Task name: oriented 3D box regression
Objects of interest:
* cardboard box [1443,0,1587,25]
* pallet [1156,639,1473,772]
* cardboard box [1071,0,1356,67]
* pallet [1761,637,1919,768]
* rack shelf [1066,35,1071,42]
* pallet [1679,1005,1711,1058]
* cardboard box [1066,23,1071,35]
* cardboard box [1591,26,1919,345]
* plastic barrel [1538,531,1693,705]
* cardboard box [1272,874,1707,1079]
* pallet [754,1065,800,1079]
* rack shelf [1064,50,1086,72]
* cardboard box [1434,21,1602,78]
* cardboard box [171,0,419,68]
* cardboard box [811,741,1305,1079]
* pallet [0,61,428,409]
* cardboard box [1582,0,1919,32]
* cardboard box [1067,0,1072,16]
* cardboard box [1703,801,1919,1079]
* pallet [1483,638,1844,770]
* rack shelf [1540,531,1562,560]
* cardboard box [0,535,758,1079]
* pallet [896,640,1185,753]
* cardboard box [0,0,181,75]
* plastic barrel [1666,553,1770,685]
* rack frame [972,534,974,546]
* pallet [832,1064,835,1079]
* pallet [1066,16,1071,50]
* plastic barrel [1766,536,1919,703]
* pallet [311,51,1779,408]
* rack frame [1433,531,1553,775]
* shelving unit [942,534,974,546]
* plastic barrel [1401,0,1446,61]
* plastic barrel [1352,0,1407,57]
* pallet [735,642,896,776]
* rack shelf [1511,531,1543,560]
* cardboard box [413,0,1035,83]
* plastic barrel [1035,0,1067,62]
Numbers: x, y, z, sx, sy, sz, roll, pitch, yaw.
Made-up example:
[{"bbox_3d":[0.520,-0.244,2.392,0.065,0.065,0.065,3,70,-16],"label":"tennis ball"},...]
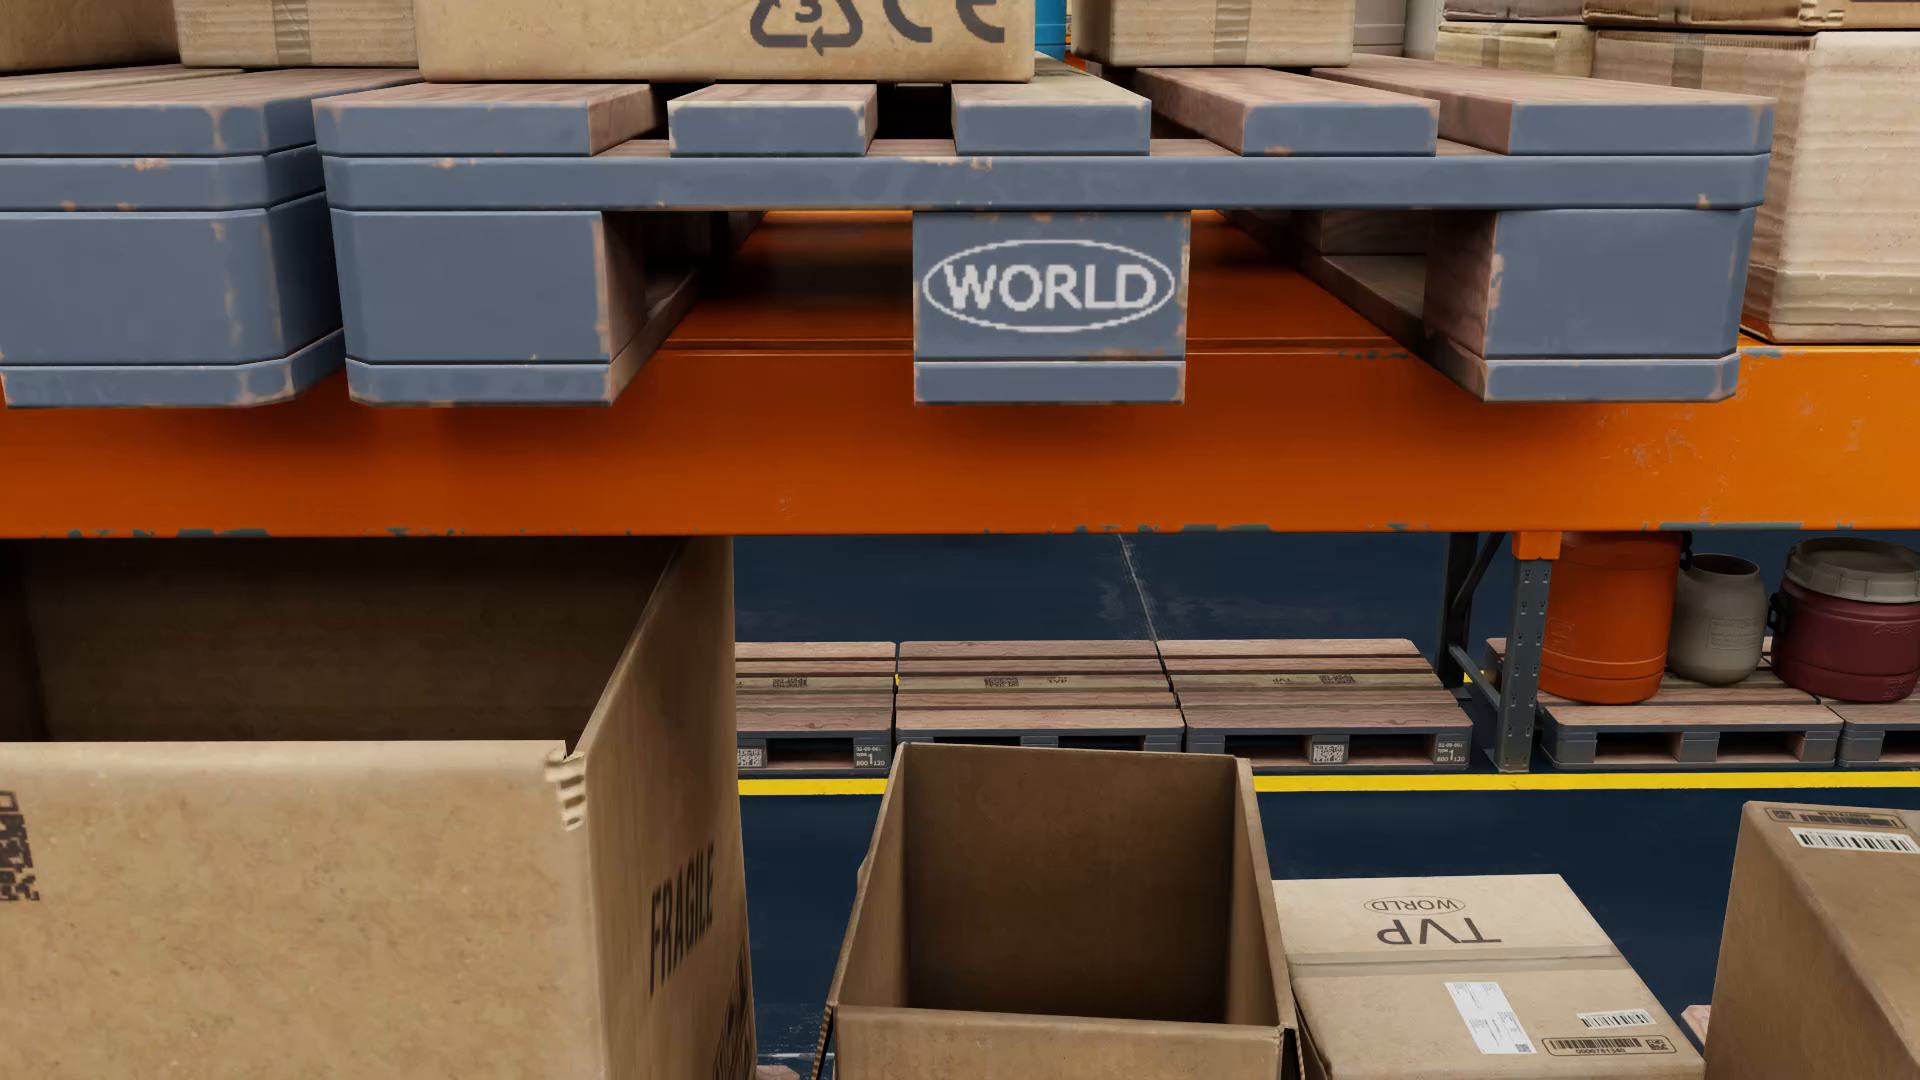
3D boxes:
[{"bbox_3d":[0.912,-0.868,1.949,0.500,0.500,0.500,-1,18,-2],"label":"cardboard box"},{"bbox_3d":[1.542,0.724,7.447,1.213,0.211,1.003,0,18,-1],"label":"pallet"},{"bbox_3d":[0.270,-0.621,1.856,0.250,0.166,0.380,-1,18,-2],"label":"cardboard box"},{"bbox_3d":[4.322,0.710,7.488,1.213,0.211,1.003,0,18,-1],"label":"pallet"},{"bbox_3d":[0.162,-4.698,16.049,4.000,0.370,1.077,0,18,-1],"label":"rack shelf"},{"bbox_3d":[1.685,1.044,2.197,1.003,0.211,1.213,0,18,-1],"label":"pallet"},{"bbox_3d":[0.864,-5.131,16.019,0.637,0.503,0.797,2,18,7],"label":"cardboard box"},{"bbox_3d":[0.926,-0.355,1.578,0.500,0.250,0.500,0,18,1],"label":"cardboard box"},{"bbox_3d":[2.807,0.230,7.286,0.708,0.830,0.600,0,18,-1],"label":"plastic barrel"},{"bbox_3d":[0.716,0.726,2.432,0.500,0.250,0.500,-1,18,-2],"label":"cardboard box"},{"bbox_3d":[-0.837,1.068,2.122,1.213,0.211,1.003,0,18,-1],"label":"pallet"},{"bbox_3d":[0.243,-3.185,11.333,4.000,0.370,1.077,0,18,-1],"label":"rack shelf"},{"bbox_3d":[0.895,-0.508,2.055,0.500,0.250,0.500,0,18,0],"label":"cardboard box"},{"bbox_3d":[-0.665,-0.664,1.827,0.258,0.266,0.396,0,18,1],"label":"cardboard box"},{"bbox_3d":[0.128,0.650,2.254,0.637,0.503,0.797,2,18,5],"label":"cardboard box"},{"bbox_3d":[-0.985,-0.373,1.698,1.003,0.211,1.213,0,18,-1],"label":"pallet"},{"bbox_3d":[0.915,-0.715,1.474,0.500,0.500,0.500,0,18,0],"label":"cardboard box"},{"bbox_3d":[0.694,-3.639,11.129,0.500,0.250,0.500,-1,18,-2],"label":"cardboard box"},{"bbox_3d":[1.300,0.717,2.050,0.500,0.500,0.700,2,18,7],"label":"cardboard box"},{"bbox_3d":[3.105,0.715,7.473,1.213,0.211,1.003,0,18,-1],"label":"pallet"},{"bbox_3d":[4.317,-0.263,7.135,4.000,0.370,1.077,0,18,-1],"label":"rack shelf"},{"bbox_3d":[-0.807,0.489,1.942,1.000,1.000,1.000,0,18,0],"label":"cardboard box"},{"bbox_3d":[0.326,0.729,7.431,1.213,0.211,1.003,0,18,-1],"label":"pallet"},{"bbox_3d":[-1.132,-0.714,1.594,0.637,0.503,0.797,-1,18,-4],"label":"cardboard box"},{"bbox_3d":[3.370,0.351,7.428,0.421,0.512,0.421,0,18,0],"label":"plastic barrel"},{"bbox_3d":[0.077,-0.572,9.865,0.006,1.200,0.240,0,18,-1],"label":"rack frame"},{"bbox_3d":[0.417,1.030,2.240,1.213,0.211,1.003,0,18,-1],"label":"pallet"},{"bbox_3d":[0.448,-3.411,11.167,1.213,0.211,1.003,1,18,2],"label":"pallet"},{"bbox_3d":[3.936,0.339,7.340,0.708,0.588,0.600,0,18,-1],"label":"plastic barrel"},{"bbox_3d":[0.052,-0.379,1.716,1.003,0.211,1.213,0,18,-1],"label":"pallet"},{"bbox_3d":[2.318,-0.596,6.995,0.127,3.000,1.000,0,18,-1],"label":"rack frame"},{"bbox_3d":[-0.014,-0.571,9.864,0.189,1.200,0.258,0,18,-1],"label":"shelving unit"},{"bbox_3d":[2.002,-2.170,6.807,0.421,0.512,0.421,0,18,0],"label":"plastic barrel"},{"bbox_3d":[1.493,-2.325,6.655,0.600,0.901,0.600,0,18,0],"label":"plastic barrel"},{"bbox_3d":[-0.897,0.735,7.410,1.213,0.211,1.003,0,18,-1],"label":"pallet"},{"bbox_3d":[0.318,-0.244,7.075,4.000,0.370,1.077,0,18,-1],"label":"rack shelf"},{"bbox_3d":[-0.190,-0.718,1.609,0.637,0.503,0.797,0,18,1],"label":"cardboard box"},{"bbox_3d":[0.131,-2.319,6.634,0.708,0.901,0.600,0,18,-1],"label":"plastic barrel"}]
